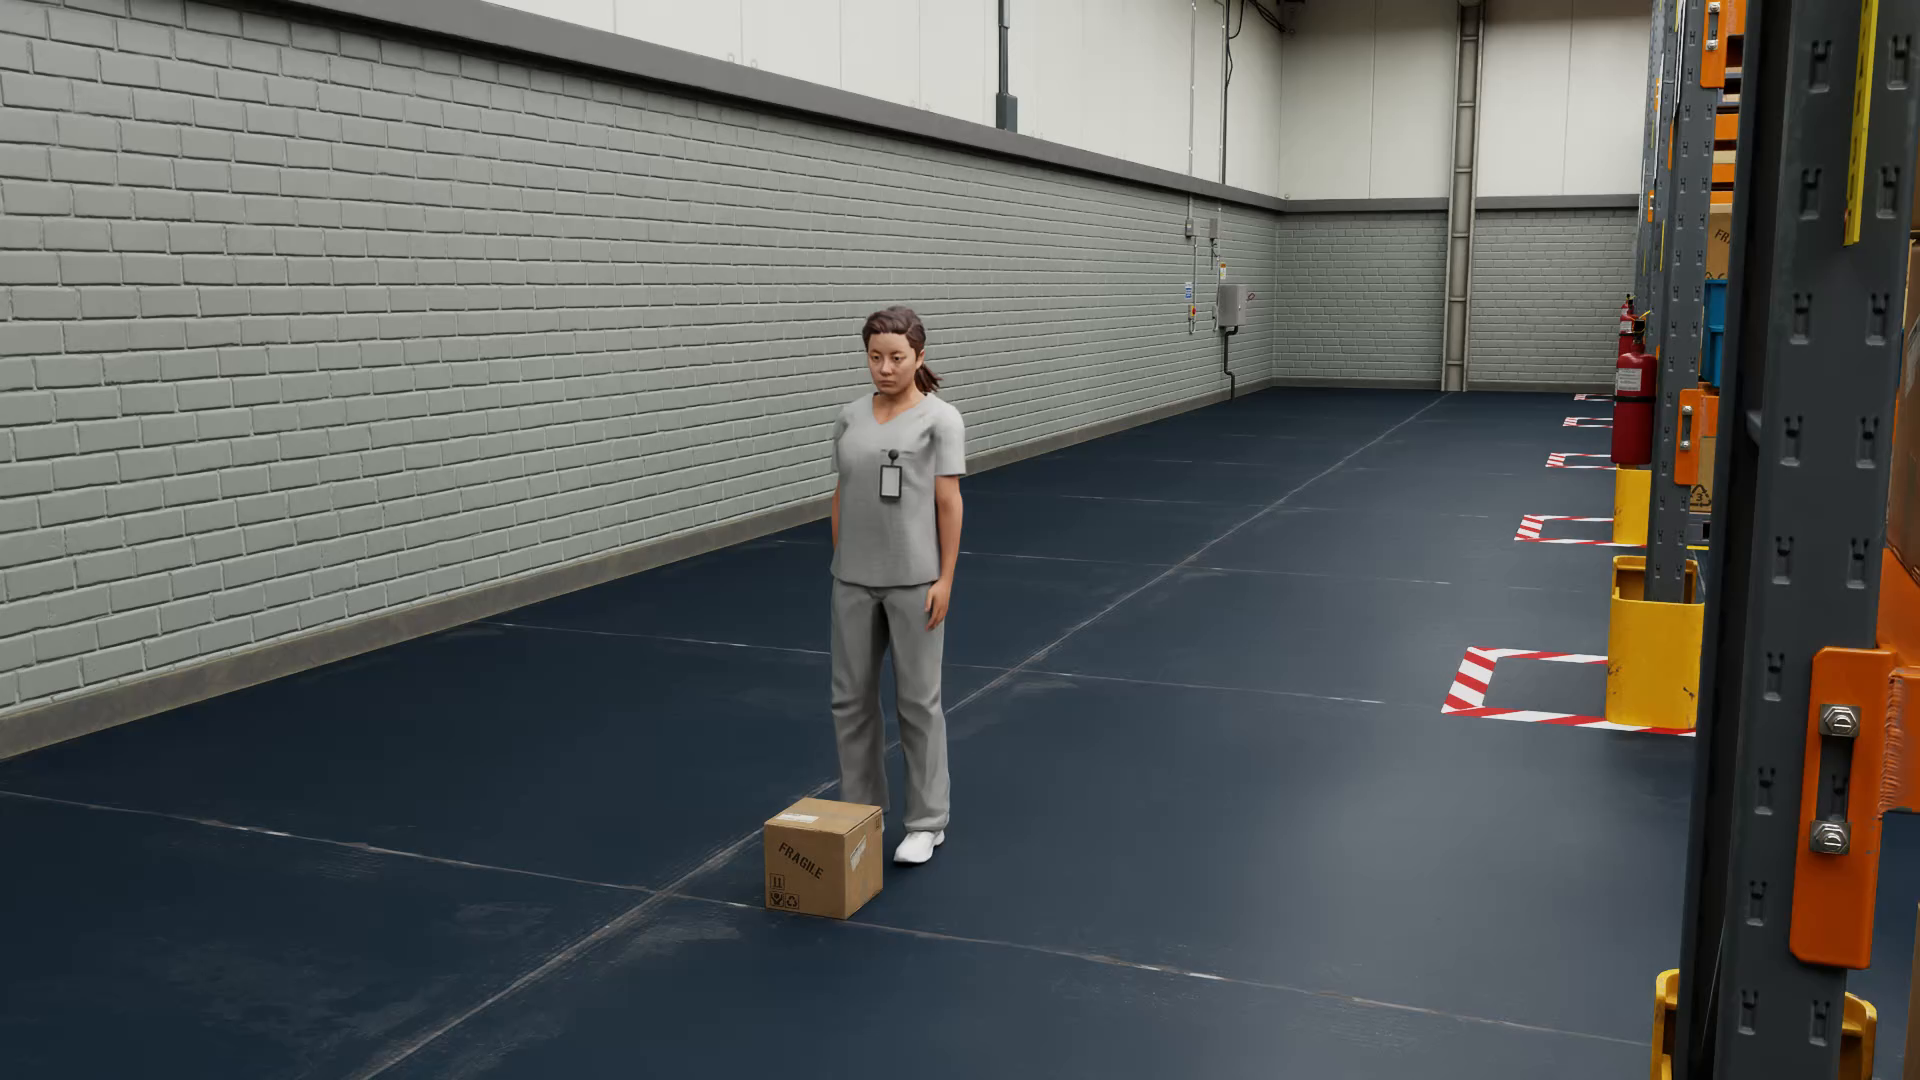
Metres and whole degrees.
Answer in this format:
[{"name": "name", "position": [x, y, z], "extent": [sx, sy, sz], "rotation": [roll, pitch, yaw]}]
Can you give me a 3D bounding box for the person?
[{"name": "person", "position": [-0.192, 0.129, 5.043], "extent": [0.440, 1.673, 0.361], "rotation": [4, 9, 22]}]
